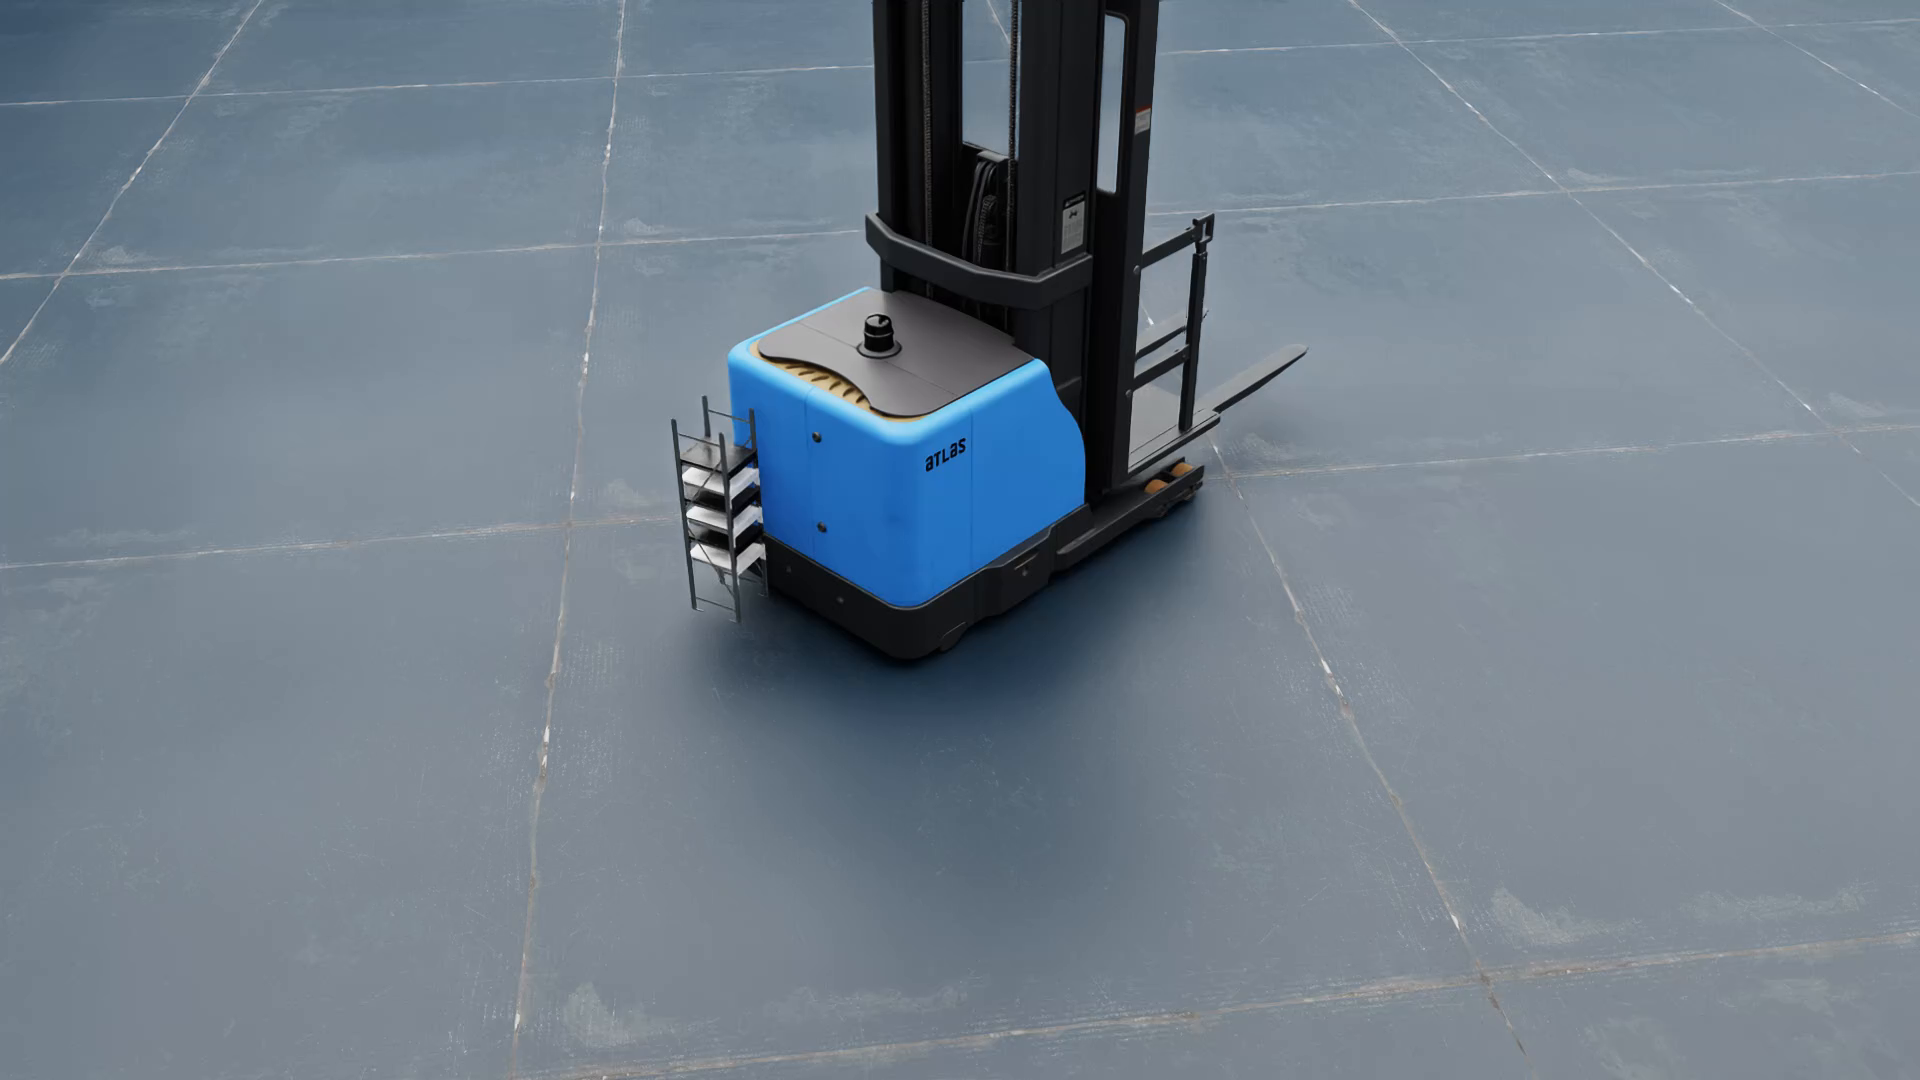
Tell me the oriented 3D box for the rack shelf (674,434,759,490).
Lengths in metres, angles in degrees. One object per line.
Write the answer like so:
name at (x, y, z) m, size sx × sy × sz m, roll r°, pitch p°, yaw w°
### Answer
rack shelf at (-0.946, -0.306, 6.479) m, size 0.258 × 0.077 × 0.200 m, roll 17°, pitch 38°, yaw 23°

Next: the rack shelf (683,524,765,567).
rack shelf at (-0.946, -0.008, 6.682) m, size 0.258 × 0.077 × 0.200 m, roll 17°, pitch 38°, yaw 23°

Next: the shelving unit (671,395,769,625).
shelving unit at (-0.946, -0.110, 6.613) m, size 0.258 × 0.900 × 0.210 m, roll 17°, pitch 38°, yaw 23°

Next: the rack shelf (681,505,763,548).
rack shelf at (-0.946, -0.083, 6.631) m, size 0.258 × 0.077 × 0.200 m, roll 17°, pitch 38°, yaw 23°

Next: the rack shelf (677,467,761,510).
rack shelf at (-0.946, -0.231, 6.530) m, size 0.258 × 0.077 × 0.200 m, roll 17°, pitch 38°, yaw 23°

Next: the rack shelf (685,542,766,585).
rack shelf at (-0.946, 0.066, 6.733) m, size 0.258 × 0.077 × 0.200 m, roll 17°, pitch 38°, yaw 23°

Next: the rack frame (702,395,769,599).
rack frame at (-0.899, -0.161, 6.687) m, size 0.240 × 0.900 × 0.006 m, roll 17°, pitch 38°, yaw 23°

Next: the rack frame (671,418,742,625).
rack frame at (-0.994, -0.060, 6.538) m, size 0.240 × 0.900 × 0.006 m, roll 17°, pitch 38°, yaw 23°

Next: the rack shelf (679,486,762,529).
rack shelf at (-0.946, -0.157, 6.581) m, size 0.258 × 0.077 × 0.200 m, roll 17°, pitch 38°, yaw 23°

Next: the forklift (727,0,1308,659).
forklift at (0.452, -1.489, 6.832) m, size 1.130 × 2.935 × 3.031 m, roll 28°, pitch 43°, yaw 34°
